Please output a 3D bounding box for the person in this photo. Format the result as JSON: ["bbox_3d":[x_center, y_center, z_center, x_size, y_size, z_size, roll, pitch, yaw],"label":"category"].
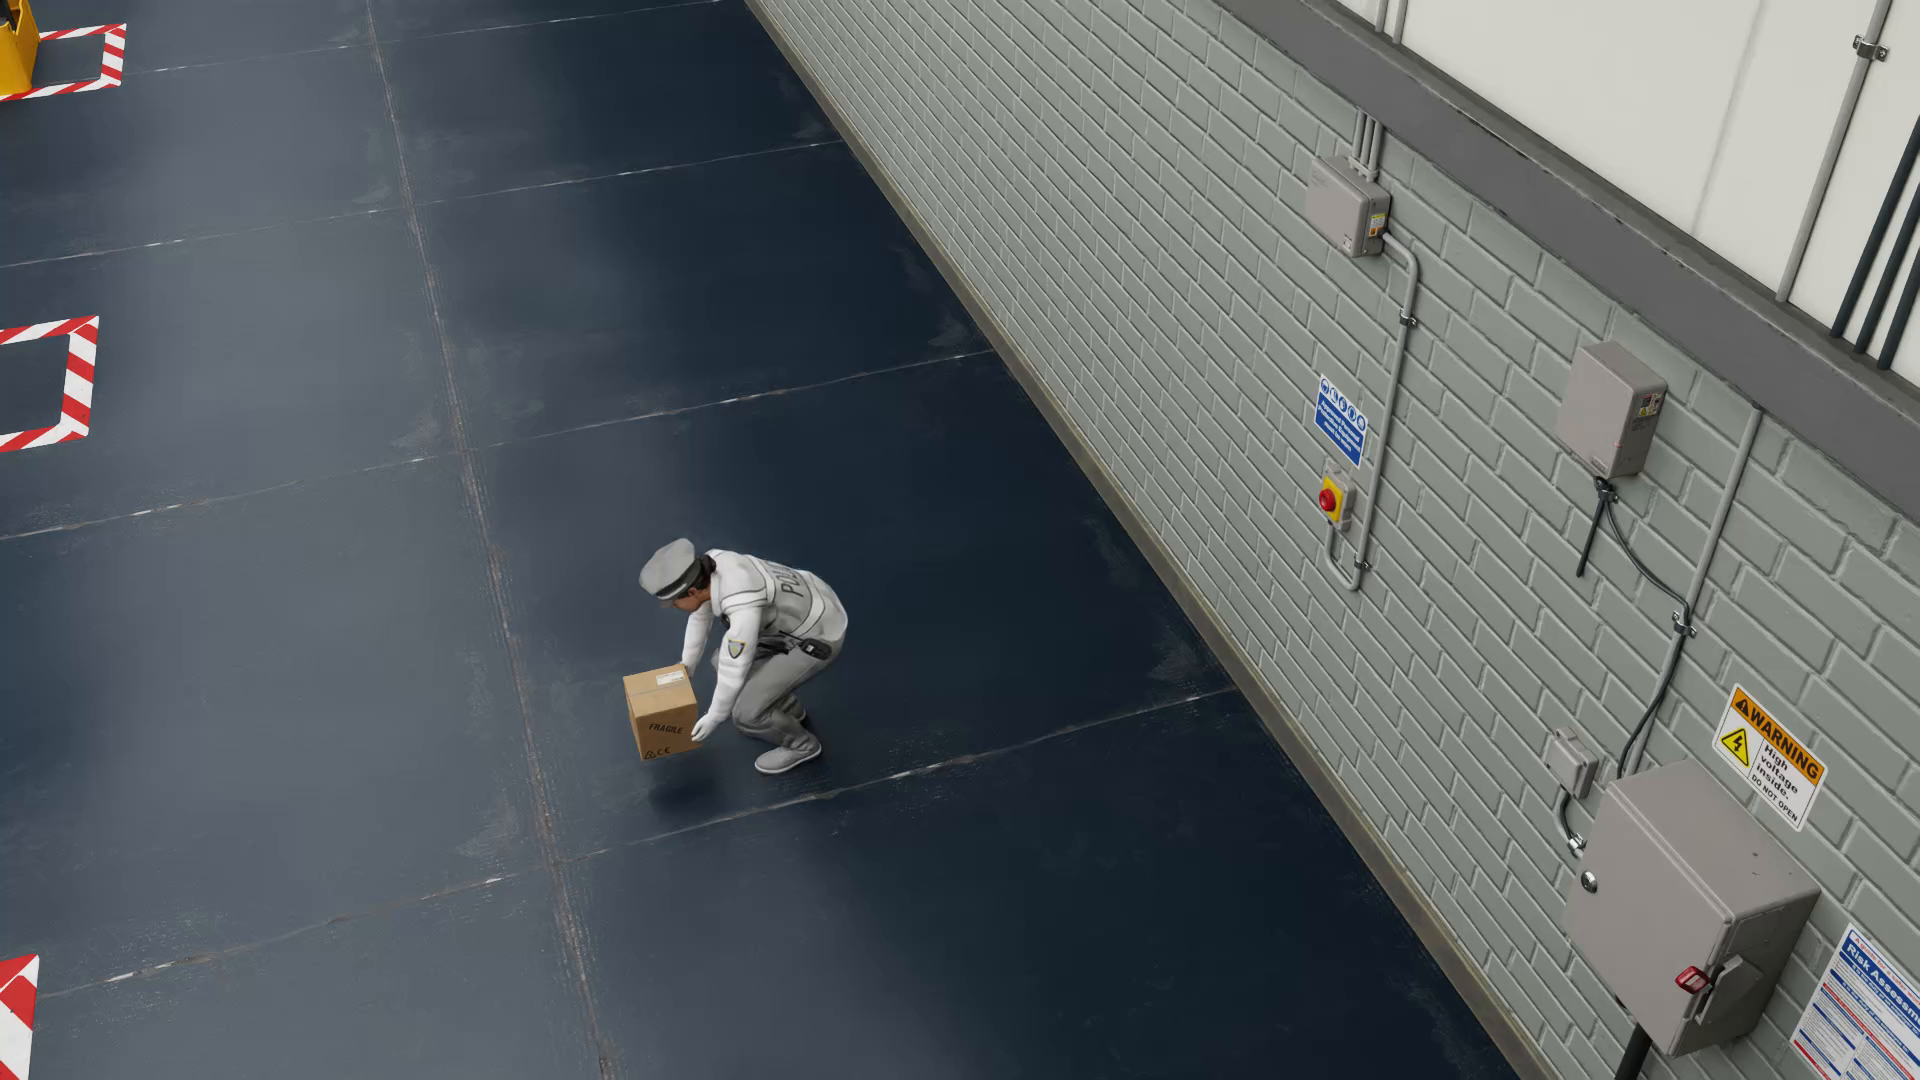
[{"bbox_3d":[-0.834,0.439,6.632,0.796,1.163,0.520,-13,40,-16],"label":"person"}]
